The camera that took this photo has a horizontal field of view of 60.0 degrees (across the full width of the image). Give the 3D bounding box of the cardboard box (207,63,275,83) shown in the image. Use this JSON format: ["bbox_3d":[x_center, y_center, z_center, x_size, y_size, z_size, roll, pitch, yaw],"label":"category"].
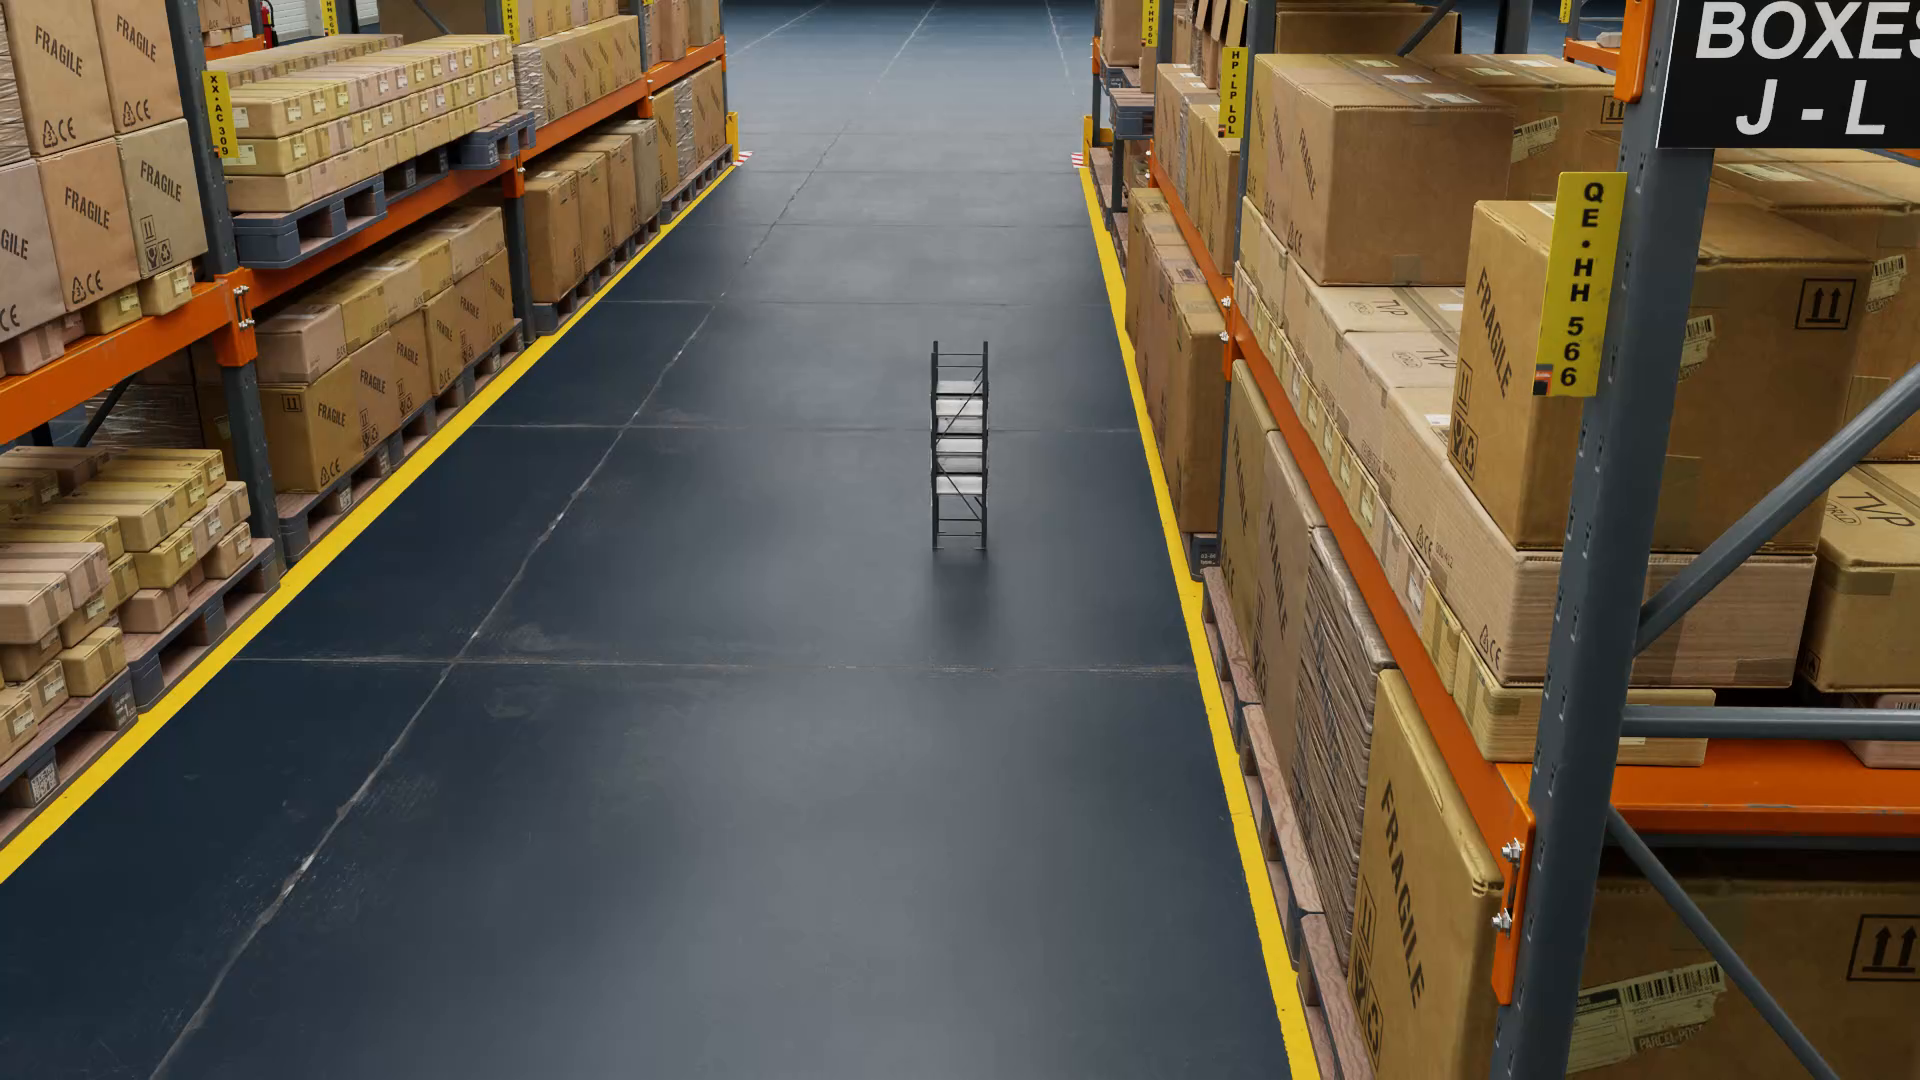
[{"bbox_3d":[-3.541,-2.215,8.034,0.380,0.149,0.250,0,21,-1],"label":"cardboard box"}]

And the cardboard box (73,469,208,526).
[{"bbox_3d":[-3.117,-0.160,6.332,0.380,0.149,0.250,1,21,2],"label":"cardboard box"}]

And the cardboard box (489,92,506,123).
[{"bbox_3d":[-2.841,-2.492,9.571,0.380,0.149,0.250,1,21,1],"label":"cardboard box"}]

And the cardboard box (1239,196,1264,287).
[{"bbox_3d":[1.280,-1.051,5.886,0.500,0.250,0.500,0,21,1],"label":"cardboard box"}]

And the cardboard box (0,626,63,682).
[{"bbox_3d":[-3.198,0.346,5.441,0.380,0.149,0.250,0,21,-1],"label":"cardboard box"}]

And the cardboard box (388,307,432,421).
[{"bbox_3d":[-3.094,-0.916,8.617,0.500,0.500,0.500,1,21,3],"label":"cardboard box"}]

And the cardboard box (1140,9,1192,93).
[{"bbox_3d":[1.572,-3.236,11.004,0.700,0.500,0.500,4,22,10],"label":"cardboard box"}]

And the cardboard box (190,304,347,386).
[{"bbox_3d":[-3.111,-0.884,7.500,0.500,0.250,0.500,0,21,-1],"label":"cardboard box"}]

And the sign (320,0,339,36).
[{"bbox_3d":[-3.831,-3.231,10.109,0.100,0.325,0.005,1,21,2],"label":"sign"}]

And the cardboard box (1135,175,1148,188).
[{"bbox_3d":[1.710,-2.485,12.634,0.700,0.500,0.500,-1,21,-3],"label":"cardboard box"}]

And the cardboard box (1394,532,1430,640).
[{"bbox_3d":[1.132,0.097,3.480,0.380,0.149,0.250,1,21,2],"label":"cardboard box"}]

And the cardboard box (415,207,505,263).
[{"bbox_3d":[-3.035,-1.816,9.902,0.500,0.250,0.500,0,21,0],"label":"cardboard box"}]

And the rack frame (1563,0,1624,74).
[{"bbox_3d":[6.872,-5.433,17.385,1.000,3.000,0.127,1,21,2],"label":"rack frame"}]

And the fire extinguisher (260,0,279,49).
[{"bbox_3d":[-7.520,-5.597,17.914,0.296,0.674,0.183,1,21,2],"label":"fire extinguisher"}]

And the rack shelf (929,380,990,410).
[{"bbox_3d":[0.000,-0.637,7.273,0.258,0.077,0.200,1,21,2],"label":"rack shelf"}]

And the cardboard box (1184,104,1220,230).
[{"bbox_3d":[1.329,-1.736,7.717,0.500,0.500,0.500,0,21,1],"label":"cardboard box"}]

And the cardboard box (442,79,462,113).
[{"bbox_3d":[-2.866,-2.348,8.789,0.380,0.149,0.250,0,21,1],"label":"cardboard box"}]

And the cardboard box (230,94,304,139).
[{"bbox_3d":[-2.926,-1.734,6.794,0.380,0.149,0.250,2,21,4],"label":"cardboard box"}]

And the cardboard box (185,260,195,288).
[{"bbox_3d":[-3.173,-1.017,6.351,0.380,0.149,0.250,0,21,1],"label":"cardboard box"}]

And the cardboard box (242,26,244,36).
[{"bbox_3d":[-7.781,-5.342,17.498,0.380,0.149,0.250,1,21,3],"label":"cardboard box"}]

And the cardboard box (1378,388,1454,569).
[{"bbox_3d":[1.200,-0.133,3.521,0.500,0.250,0.500,0,21,1],"label":"cardboard box"}]

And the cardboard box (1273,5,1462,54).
[{"bbox_3d":[1.568,-1.894,6.739,0.797,0.503,0.637,0,21,0],"label":"cardboard box"}]

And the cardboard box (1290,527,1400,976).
[{"bbox_3d":[1.402,0.531,4.371,0.875,0.875,0.875,1,21,2],"label":"cardboard box"}]

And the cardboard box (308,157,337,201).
[{"bbox_3d":[-2.924,-1.556,7.160,0.380,0.149,0.250,1,21,2],"label":"cardboard box"}]

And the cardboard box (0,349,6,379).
[{"bbox_3d":[-3.211,-0.544,5.131,0.380,0.149,0.250,0,21,1],"label":"cardboard box"}]

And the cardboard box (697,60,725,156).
[{"bbox_3d":[-2.988,-4.538,17.435,0.875,0.875,0.875,1,21,2],"label":"cardboard box"}]

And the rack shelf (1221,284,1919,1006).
[{"bbox_3d":[1.496,-0.090,4.610,1.077,0.370,4.000,1,21,2],"label":"rack shelf"}]

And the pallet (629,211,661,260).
[{"bbox_3d":[-3.103,-2.553,13.816,1.003,0.211,1.213,1,21,2],"label":"pallet"}]

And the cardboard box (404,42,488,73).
[{"bbox_3d":[-2.851,-2.675,9.220,0.380,0.149,0.250,1,21,3],"label":"cardboard box"}]

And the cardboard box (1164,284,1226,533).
[{"bbox_3d":[1.556,-0.586,7.249,1.225,0.875,0.875,1,21,2],"label":"cardboard box"}]

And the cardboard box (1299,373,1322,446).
[{"bbox_3d":[1.169,-0.365,4.670,0.380,0.149,0.250,0,21,0],"label":"cardboard box"}]

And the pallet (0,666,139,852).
[{"bbox_3d":[-3.417,0.745,5.316,1.003,0.211,1.213,1,21,2],"label":"pallet"}]

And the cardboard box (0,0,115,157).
[{"bbox_3d":[-3.152,-1.532,5.398,0.500,0.500,0.500,0,21,0],"label":"cardboard box"}]

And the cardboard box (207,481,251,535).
[{"bbox_3d":[-3.090,-0.128,6.662,0.380,0.149,0.250,1,21,3],"label":"cardboard box"}]

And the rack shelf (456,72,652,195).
[{"bbox_3d":[-3.216,-3.074,12.300,1.077,0.370,4.000,1,21,2],"label":"rack shelf"}]

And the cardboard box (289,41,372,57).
[{"bbox_3d":[-3.501,-2.692,9.264,0.380,0.149,0.250,1,21,1],"label":"cardboard box"}]

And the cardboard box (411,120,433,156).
[{"bbox_3d":[-2.881,-2.019,8.353,0.380,0.149,0.250,0,21,-1],"label":"cardboard box"}]

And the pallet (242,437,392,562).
[{"bbox_3d":[-3.376,-0.222,7.808,1.003,0.211,1.213,1,21,2],"label":"pallet"}]

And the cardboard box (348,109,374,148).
[{"bbox_3d":[-2.906,-1.876,7.572,0.380,0.149,0.250,0,21,-1],"label":"cardboard box"}]

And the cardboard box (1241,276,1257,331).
[{"bbox_3d":[1.207,-0.834,5.878,0.380,0.149,0.250,0,21,0],"label":"cardboard box"}]

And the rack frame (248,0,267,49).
[{"bbox_3d":[-7.984,-5.597,17.807,1.000,3.000,0.127,1,21,2],"label":"rack frame"}]

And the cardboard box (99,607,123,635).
[{"bbox_3d":[-3.234,0.322,5.913,0.380,0.149,0.250,0,21,0],"label":"cardboard box"}]

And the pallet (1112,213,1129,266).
[{"bbox_3d":[1.778,-2.460,13.577,1.003,0.211,1.213,1,21,2],"label":"pallet"}]

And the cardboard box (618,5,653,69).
[{"bbox_3d":[-3.155,-4.336,14.350,0.875,0.550,0.550,1,21,2],"label":"cardboard box"}]

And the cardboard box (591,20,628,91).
[{"bbox_3d":[-2.919,-3.805,13.050,0.500,0.500,0.500,0,21,1],"label":"cardboard box"}]

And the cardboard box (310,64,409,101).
[{"bbox_3d":[-2.888,-2.201,7.999,0.380,0.149,0.250,1,21,4],"label":"cardboard box"}]

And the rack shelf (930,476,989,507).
[{"bbox_3d":[0.000,-0.218,7.436,0.258,0.077,0.200,1,21,2],"label":"rack shelf"}]

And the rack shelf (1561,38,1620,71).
[{"bbox_3d":[6.811,-4.375,15.652,1.077,0.370,4.000,1,21,2],"label":"rack shelf"}]

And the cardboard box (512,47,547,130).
[{"bbox_3d":[-2.993,-2.892,10.698,0.500,0.500,0.500,1,21,2],"label":"cardboard box"}]

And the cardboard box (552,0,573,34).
[{"bbox_3d":[-3.210,-3.915,11.951,0.700,0.500,0.500,0,21,1],"label":"cardboard box"}]

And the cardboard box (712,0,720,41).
[{"bbox_3d":[-2.999,-5.514,17.386,0.875,0.550,0.550,1,21,2],"label":"cardboard box"}]

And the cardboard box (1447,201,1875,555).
[{"bbox_3d":[1.187,-0.300,2.915,0.500,0.500,0.500,1,21,2],"label":"cardboard box"}]

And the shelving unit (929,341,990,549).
[{"bbox_3d":[0.000,-0.417,7.359,0.258,0.900,0.210,1,21,2],"label":"shelving unit"}]

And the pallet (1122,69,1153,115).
[{"bbox_3d":[1.697,-3.222,11.951,1.003,0.211,1.213,1,21,2],"label":"pallet"}]

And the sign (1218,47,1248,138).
[{"bbox_3d":[1.014,-1.654,6.155,0.100,0.325,0.005,1,21,2],"label":"sign"}]
